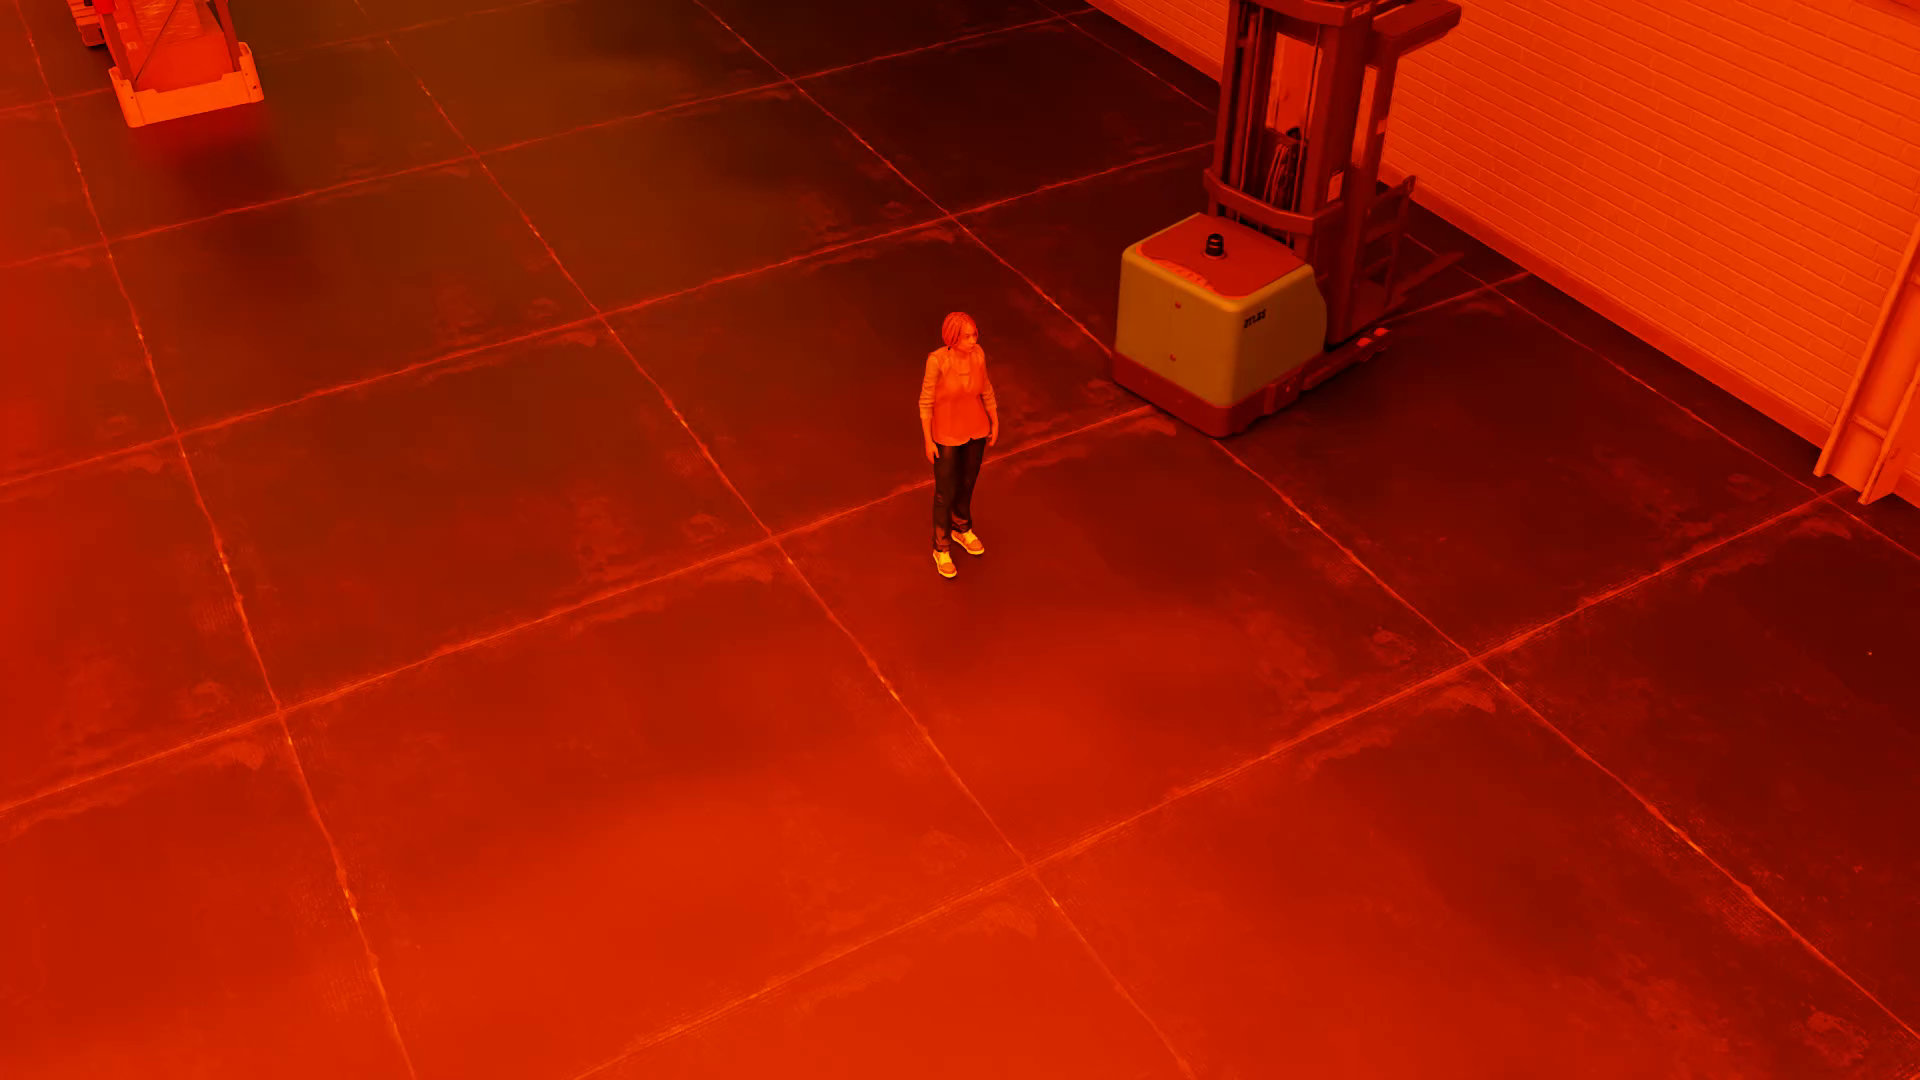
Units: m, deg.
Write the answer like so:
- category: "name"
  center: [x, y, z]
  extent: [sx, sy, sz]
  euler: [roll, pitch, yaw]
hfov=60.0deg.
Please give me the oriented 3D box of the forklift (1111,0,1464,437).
- category: "forklift"
  center: [2.480, -2.626, 11.202]
  extent: [3.031, 2.935, 1.130]
  euler: [-30, 48, -31]

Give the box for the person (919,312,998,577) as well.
- category: "person"
  center: [0.026, -0.574, 9.763]
  extent: [0.521, 1.599, 0.473]
  euler: [-20, 44, -23]
